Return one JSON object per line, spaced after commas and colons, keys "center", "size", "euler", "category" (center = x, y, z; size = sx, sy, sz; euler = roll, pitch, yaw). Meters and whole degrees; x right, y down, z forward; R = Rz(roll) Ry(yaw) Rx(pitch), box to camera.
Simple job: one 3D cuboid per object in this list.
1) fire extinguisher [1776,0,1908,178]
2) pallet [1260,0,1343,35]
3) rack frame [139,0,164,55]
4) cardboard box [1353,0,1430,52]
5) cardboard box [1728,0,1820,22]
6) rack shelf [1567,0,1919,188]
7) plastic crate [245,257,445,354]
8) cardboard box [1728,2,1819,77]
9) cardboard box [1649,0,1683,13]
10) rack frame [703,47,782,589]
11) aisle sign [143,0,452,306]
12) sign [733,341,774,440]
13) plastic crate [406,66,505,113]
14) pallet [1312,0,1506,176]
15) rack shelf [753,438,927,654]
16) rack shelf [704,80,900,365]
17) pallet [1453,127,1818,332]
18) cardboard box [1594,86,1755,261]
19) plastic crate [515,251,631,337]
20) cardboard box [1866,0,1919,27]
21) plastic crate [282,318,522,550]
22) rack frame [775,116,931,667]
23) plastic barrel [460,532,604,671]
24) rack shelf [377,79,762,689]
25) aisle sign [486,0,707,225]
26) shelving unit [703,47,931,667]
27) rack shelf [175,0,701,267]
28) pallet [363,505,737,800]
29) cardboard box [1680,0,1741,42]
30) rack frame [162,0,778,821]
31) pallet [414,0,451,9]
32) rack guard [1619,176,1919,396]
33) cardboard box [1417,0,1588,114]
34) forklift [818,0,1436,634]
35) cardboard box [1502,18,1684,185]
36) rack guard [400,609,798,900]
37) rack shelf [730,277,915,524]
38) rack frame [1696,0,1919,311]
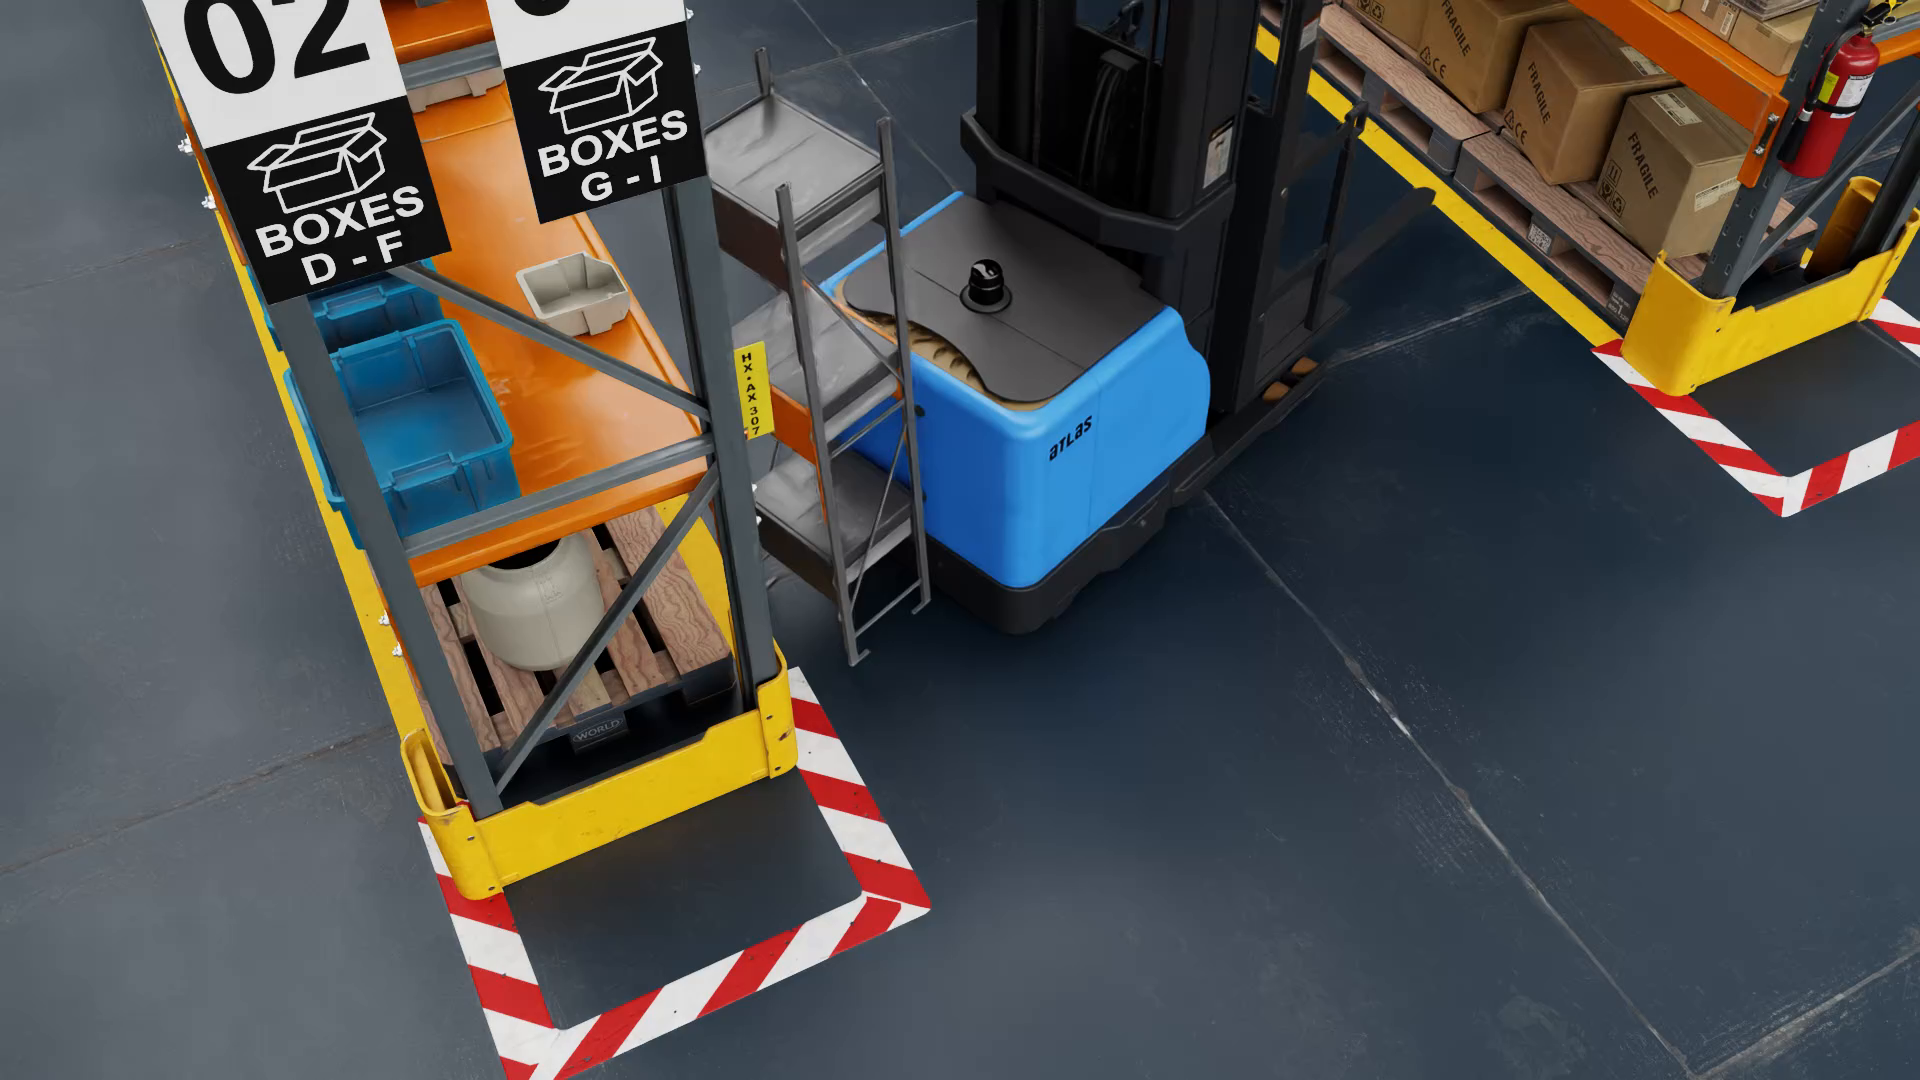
{"center": [3.002, -1.559, 5.672], "size": [0.296, 0.674, 0.183], "euler": [-21, 52, -18], "category": "fire extinguisher"}
{"center": [1.868, -3.141, 8.857], "size": [1.003, 0.211, 1.213], "euler": [-21, 52, -18], "category": "pallet"}
{"center": [-1.044, -2.089, 2.098], "size": [1.000, 3.000, 0.127], "euler": [-21, 52, -18], "category": "rack frame"}
{"center": [2.300, -2.761, 8.054], "size": [0.500, 0.500, 0.500], "euler": [-26, 54, -21], "category": "cardboard box"}
{"center": [3.133, -2.328, 6.029], "size": [0.875, 0.500, 0.500], "euler": [-21, 52, -18], "category": "cardboard box"}
{"center": [2.445, -2.921, 7.290], "size": [1.077, 0.370, 4.000], "euler": [-21, 52, -18], "category": "rack shelf"}
{"center": [-1.831, -0.733, 4.997], "size": [0.499, 0.251, 0.408], "euler": [-21, 52, -18], "category": "plastic crate"}
{"center": [3.046, -1.856, 6.048], "size": [0.380, 0.149, 0.250], "euler": [-21, 52, -18], "category": "cardboard box"}
{"center": [2.772, -2.174, 6.325], "size": [0.380, 0.149, 0.250], "euler": [-21, 52, -18], "category": "cardboard box"}
{"center": [-0.642, -0.588, 5.357], "size": [0.015, 2.100, 0.400], "euler": [35, 60, 27], "category": "rack frame"}
{"center": [-1.275, -0.819, 3.246], "size": [0.394, 0.787, 0.004], "euler": [-21, 52, -18], "category": "aisle sign"}
{"center": [-0.553, -0.391, 4.415], "size": [0.100, 0.325, 0.005], "euler": [-21, 52, -18], "category": "sign"}
{"center": [-1.906, -1.704, 5.923], "size": [0.530, 0.136, 0.437], "euler": [-21, 52, -18], "category": "plastic crate"}
{"center": [2.430, -2.324, 8.142], "size": [1.003, 0.211, 1.213], "euler": [-21, 52, -18], "category": "pallet"}
{"center": [-0.437, -0.009, 5.794], "size": [0.480, 0.518, 0.431], "euler": [35, 60, 27], "category": "rack shelf"}
{"center": [-0.492, -0.901, 4.716], "size": [0.480, 0.518, 0.431], "euler": [35, 60, 27], "category": "rack shelf"}
{"center": [2.985, -1.508, 7.429], "size": [1.003, 0.211, 1.213], "euler": [-21, 52, -18], "category": "pallet"}
{"center": [3.089, -1.559, 7.002], "size": [0.500, 0.500, 0.500], "euler": [-13, 50, -11], "category": "cardboard box"}
{"center": [-1.168, -0.736, 5.077], "size": [0.298, 0.136, 0.250], "euler": [-21, 52, -18], "category": "plastic crate"}
{"center": [3.441, -2.010, 6.182], "size": [0.380, 0.149, 0.250], "euler": [-21, 52, -18], "category": "cardboard box"}
{"center": [-1.539, -0.296, 4.615], "size": [0.499, 0.251, 0.616], "euler": [-21, 52, -18], "category": "plastic crate"}
{"center": [-0.288, -0.338, 5.133], "size": [0.015, 2.100, 0.400], "euler": [35, 60, 27], "category": "rack frame"}
{"center": [-1.413, 0.153, 5.497], "size": [0.421, 0.512, 0.421], "euler": [0, 49, 0], "category": "plastic barrel"}
{"center": [-1.959, -1.215, 5.798], "size": [1.077, 0.370, 4.000], "euler": [-21, 52, -18], "category": "rack shelf"}
{"center": [-0.751, -1.022, 3.424], "size": [0.394, 0.787, 0.004], "euler": [-21, 52, -18], "category": "aisle sign"}
{"center": [-0.465, -0.463, 5.245], "size": [0.503, 2.100, 0.431], "euler": [35, 60, 27], "category": "shelving unit"}
{"center": [-1.959, -2.203, 4.669], "size": [1.077, 0.370, 4.000], "euler": [-21, 52, -18], "category": "rack shelf"}
{"center": [-1.488, 0.224, 5.914], "size": [1.003, 0.211, 1.213], "euler": [-21, 52, -18], "category": "pallet"}
{"center": [2.932, -2.024, 6.194], "size": [0.380, 0.149, 0.250], "euler": [-21, 52, -18], "category": "cardboard box"}
{"center": [-1.044, -0.113, 4.356], "size": [1.000, 3.000, 0.127], "euler": [-21, 52, -18], "category": "rack frame"}
{"center": [-1.336, -1.626, 3.812], "size": [1.003, 0.211, 1.213], "euler": [-21, 52, -18], "category": "pallet"}
{"center": [3.325, -1.047, 6.834], "size": [1.175, 0.500, 0.348], "euler": [-21, 52, -18], "category": "rack guard"}
{"center": [2.515, -2.372, 7.714], "size": [0.500, 0.500, 0.500], "euler": [-17, 51, -14], "category": "cardboard box"}
{"center": [0.831, -1.663, 5.757], "size": [1.130, 2.935, 3.031], "euler": [34, 57, 26], "category": "forklift"}
{"center": [2.785, -1.947, 7.342], "size": [0.500, 0.500, 0.500], "euler": [-9, 49, -8], "category": "cardboard box"}
{"center": [-1.121, 0.675, 5.328], "size": [1.175, 0.500, 0.348], "euler": [-21, 52, -18], "category": "rack guard"}
{"center": [-0.465, -0.455, 5.255], "size": [0.480, 0.518, 0.431], "euler": [35, 60, 27], "category": "rack shelf"}
{"center": [3.360, -1.819, 5.849], "size": [1.000, 3.000, 0.127], "euler": [-21, 52, -18], "category": "rack frame"}
